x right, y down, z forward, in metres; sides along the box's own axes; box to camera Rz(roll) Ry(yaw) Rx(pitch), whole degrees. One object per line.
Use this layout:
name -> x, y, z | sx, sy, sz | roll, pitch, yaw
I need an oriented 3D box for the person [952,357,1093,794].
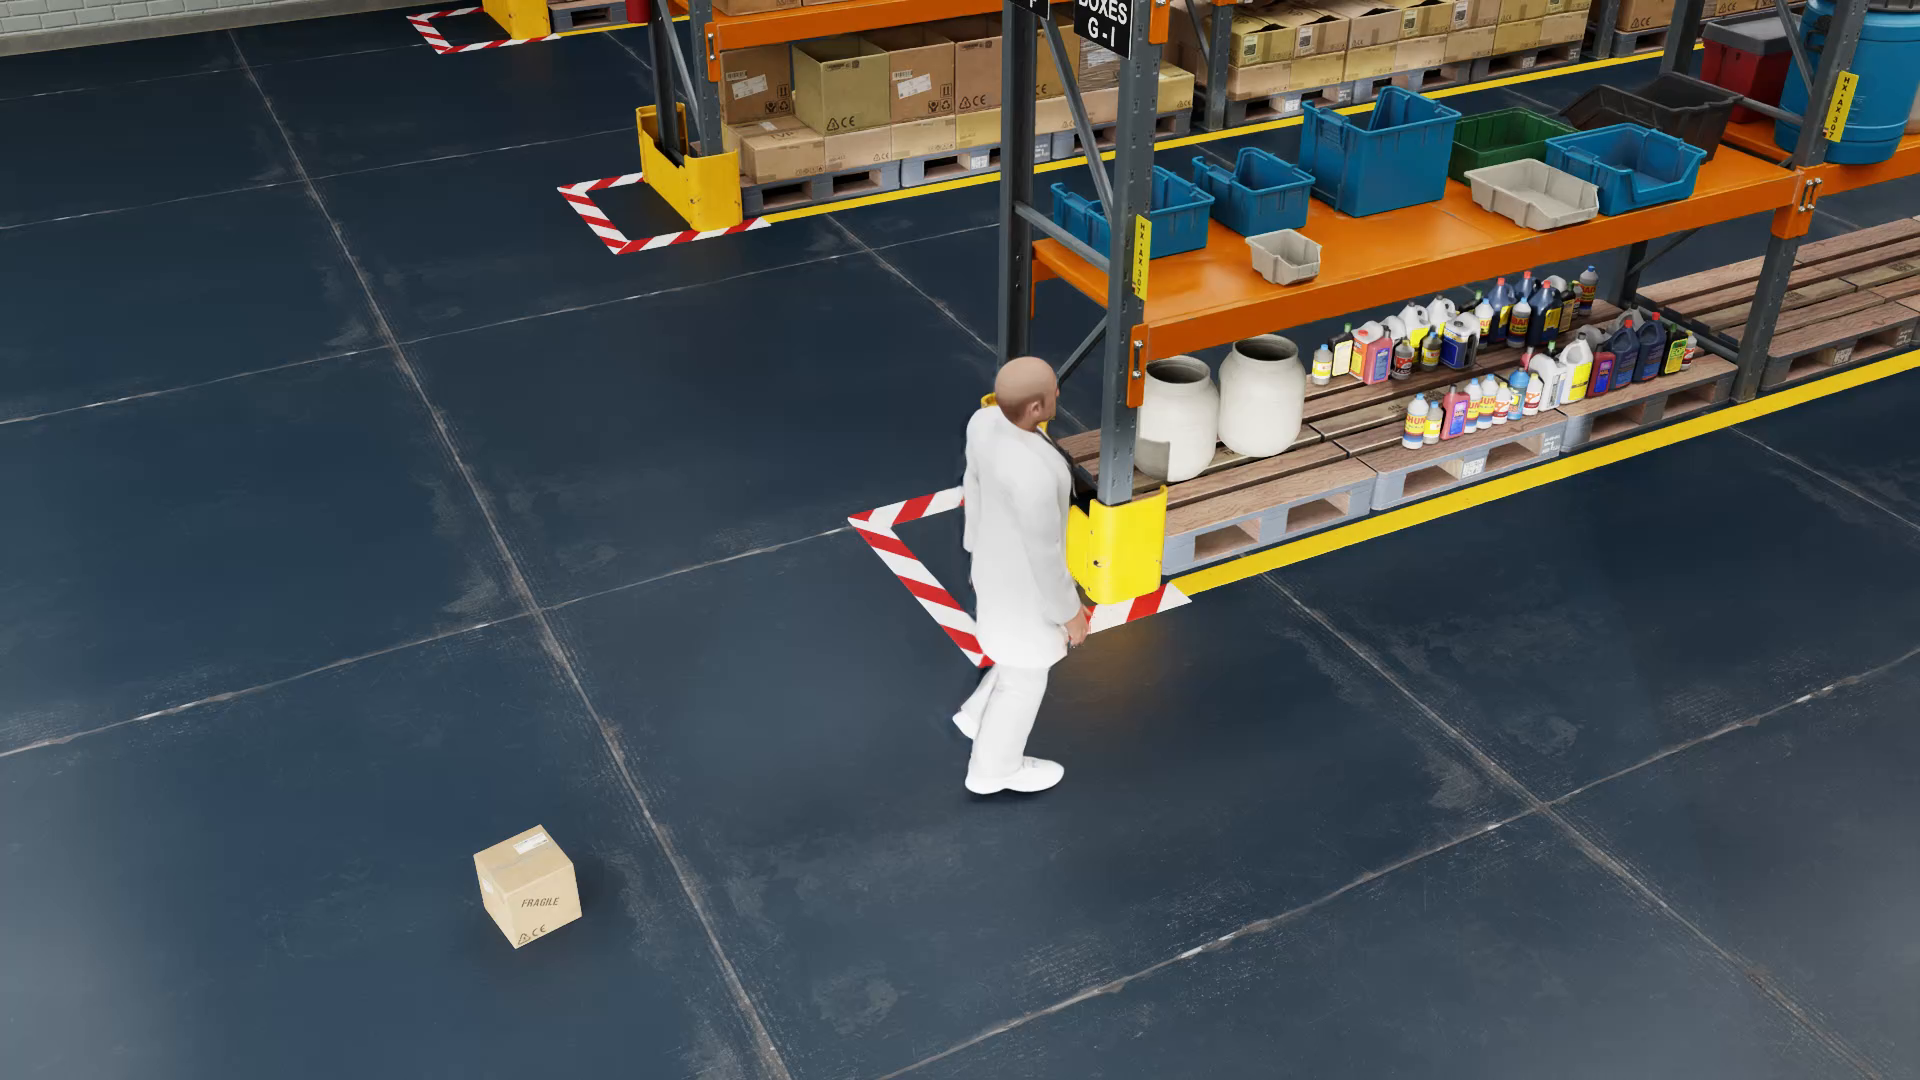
person -> 0.231, 0.161, 5.875 | 0.480, 1.805, 0.587 | -8, 34, -13
